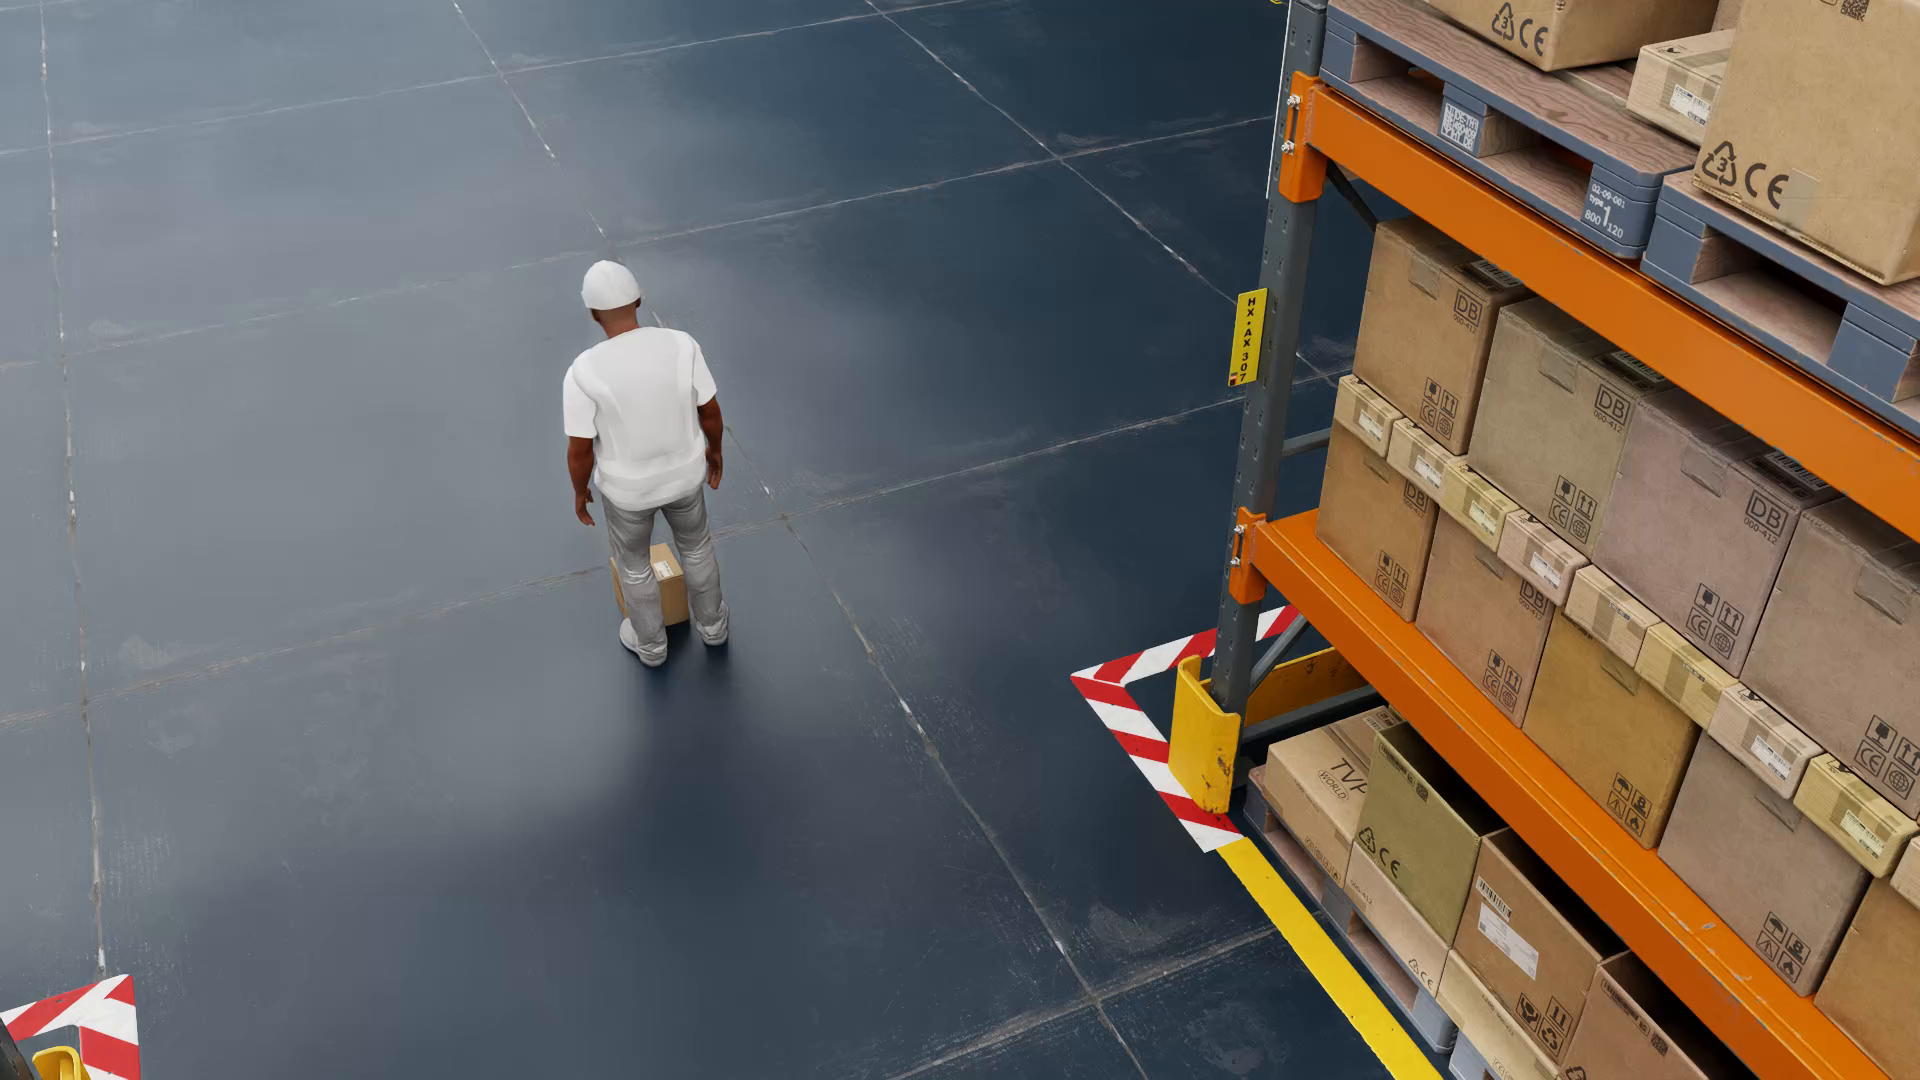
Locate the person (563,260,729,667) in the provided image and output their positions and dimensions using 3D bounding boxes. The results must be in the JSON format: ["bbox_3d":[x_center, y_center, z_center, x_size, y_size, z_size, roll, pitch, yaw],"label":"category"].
[{"bbox_3d":[-1.220,-0.271,6.495,0.626,1.759,0.463,-18,40,-22],"label":"person"}]
